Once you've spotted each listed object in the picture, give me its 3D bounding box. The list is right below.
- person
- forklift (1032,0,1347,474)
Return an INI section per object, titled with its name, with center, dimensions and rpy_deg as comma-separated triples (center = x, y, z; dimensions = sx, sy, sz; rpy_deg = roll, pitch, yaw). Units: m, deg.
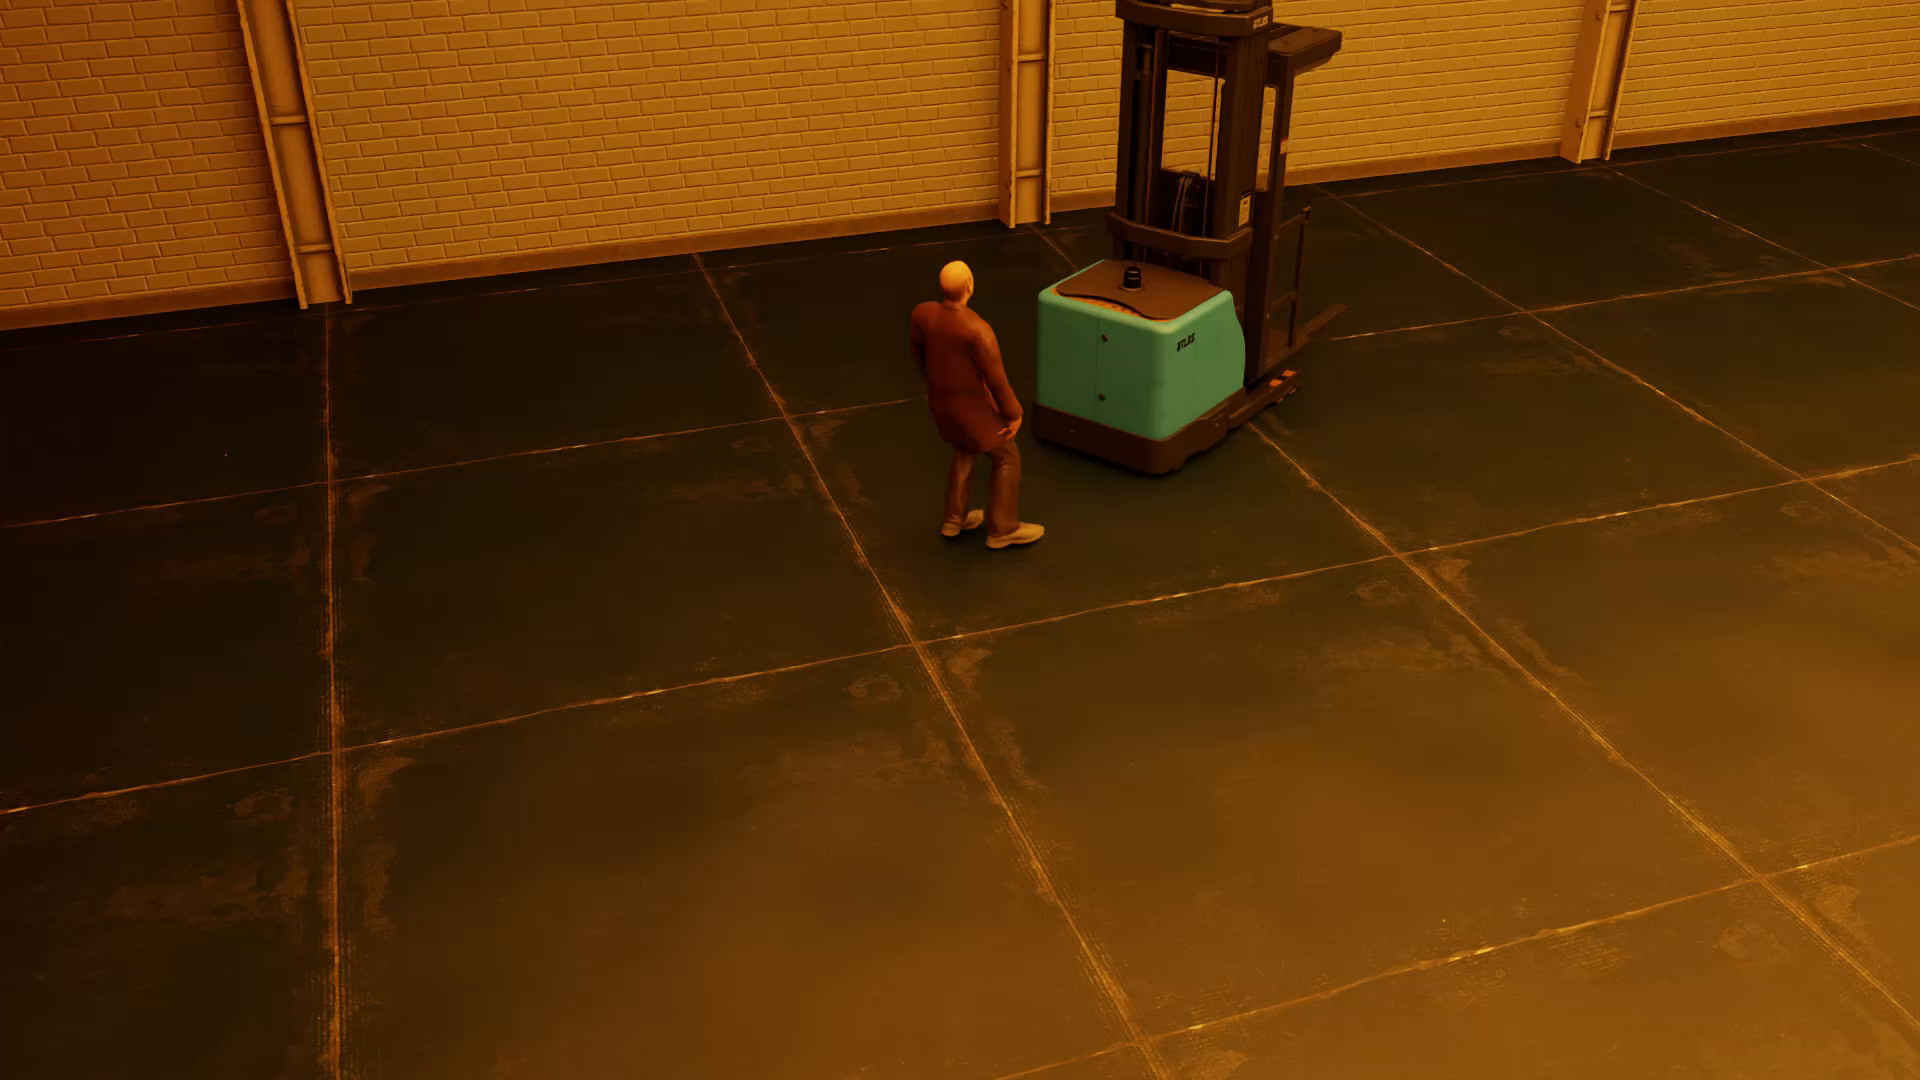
[person]
center = 0.074, -0.807, 9.651
dimensions = 0.769, 1.742, 0.487
rpy_deg = 24, 38, 35
[forklift]
center = 1.773, -2.366, 11.199
dimensions = 1.130, 2.935, 3.031
rpy_deg = 21, 36, 32
